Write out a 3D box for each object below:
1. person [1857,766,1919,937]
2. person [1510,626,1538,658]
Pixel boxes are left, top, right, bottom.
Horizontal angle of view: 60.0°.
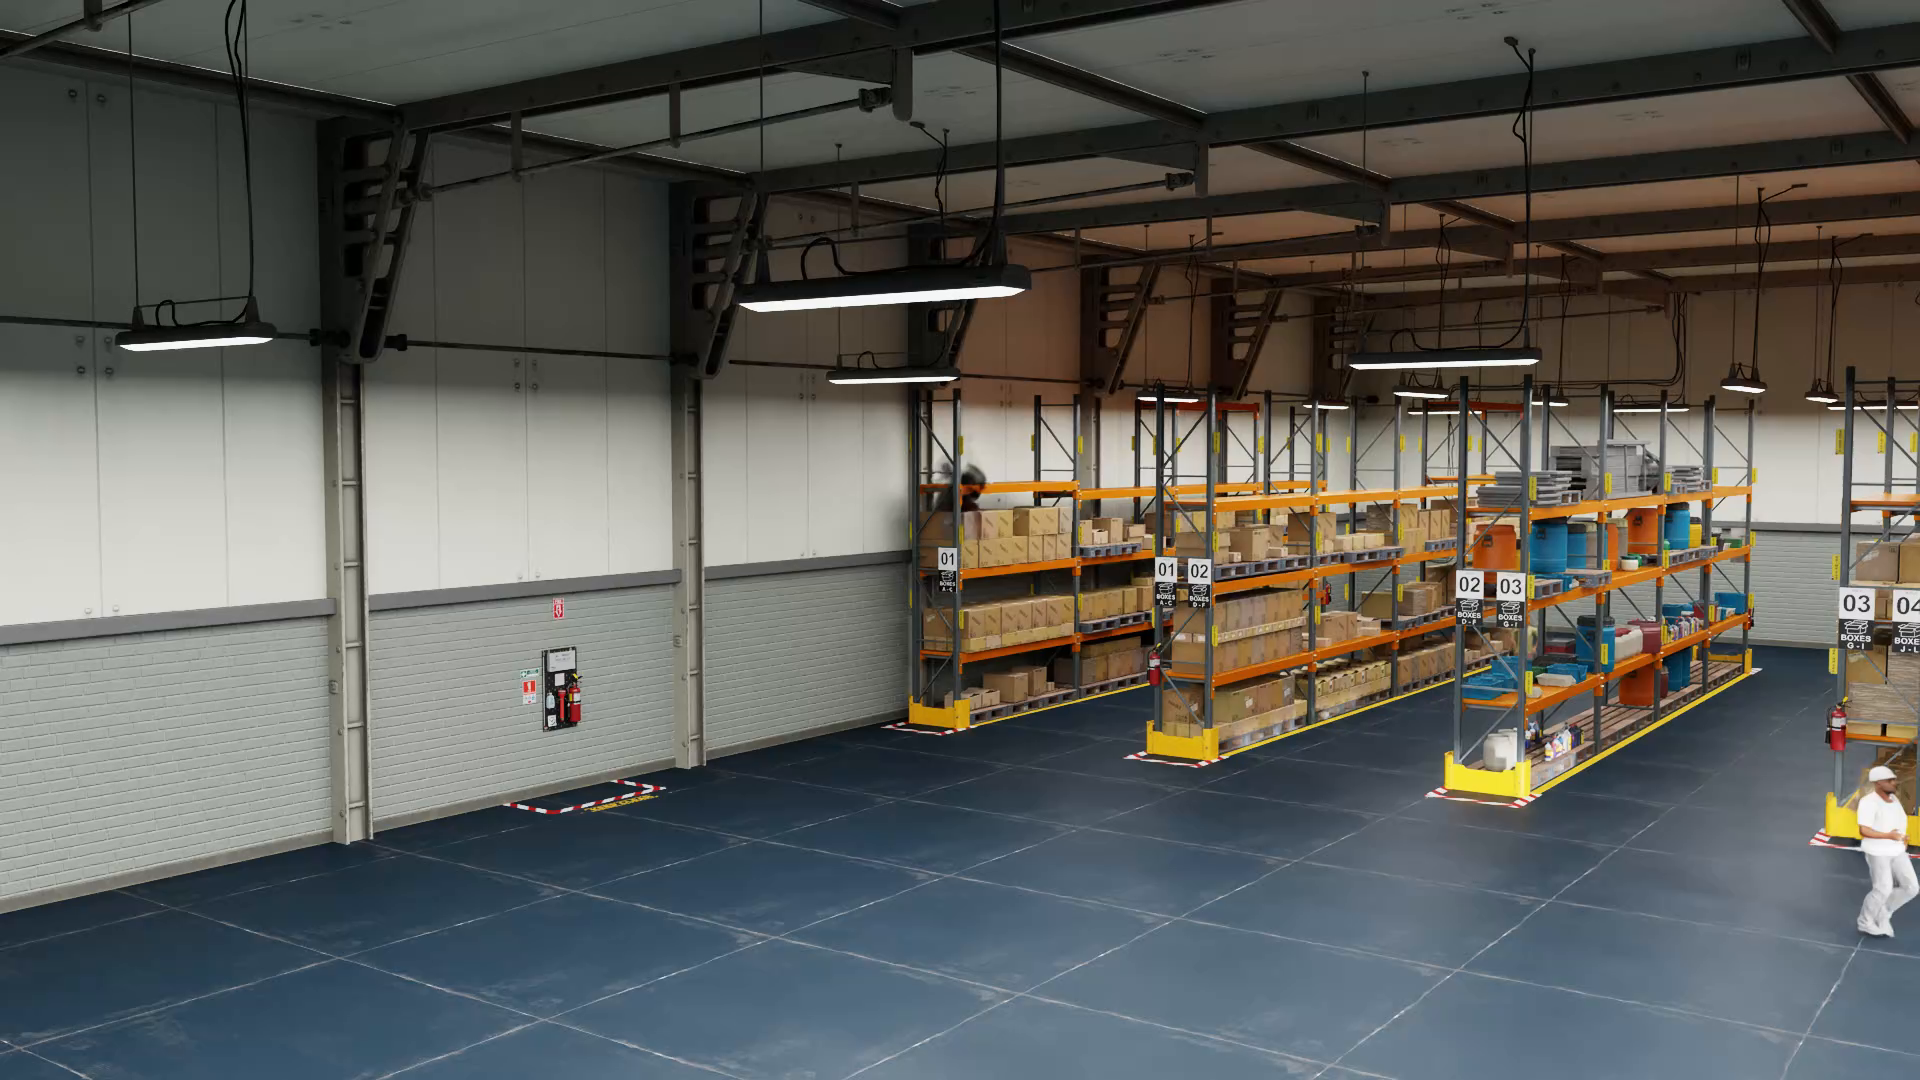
[{"bbox_3d":[9.397,3.169,16.807,0.680,1.749,0.626,-2,4,-25],"label":"person"},{"bbox_3d":[11.300,2.287,33.302,0.590,1.630,0.519,2,4,25],"label":"person"}]
